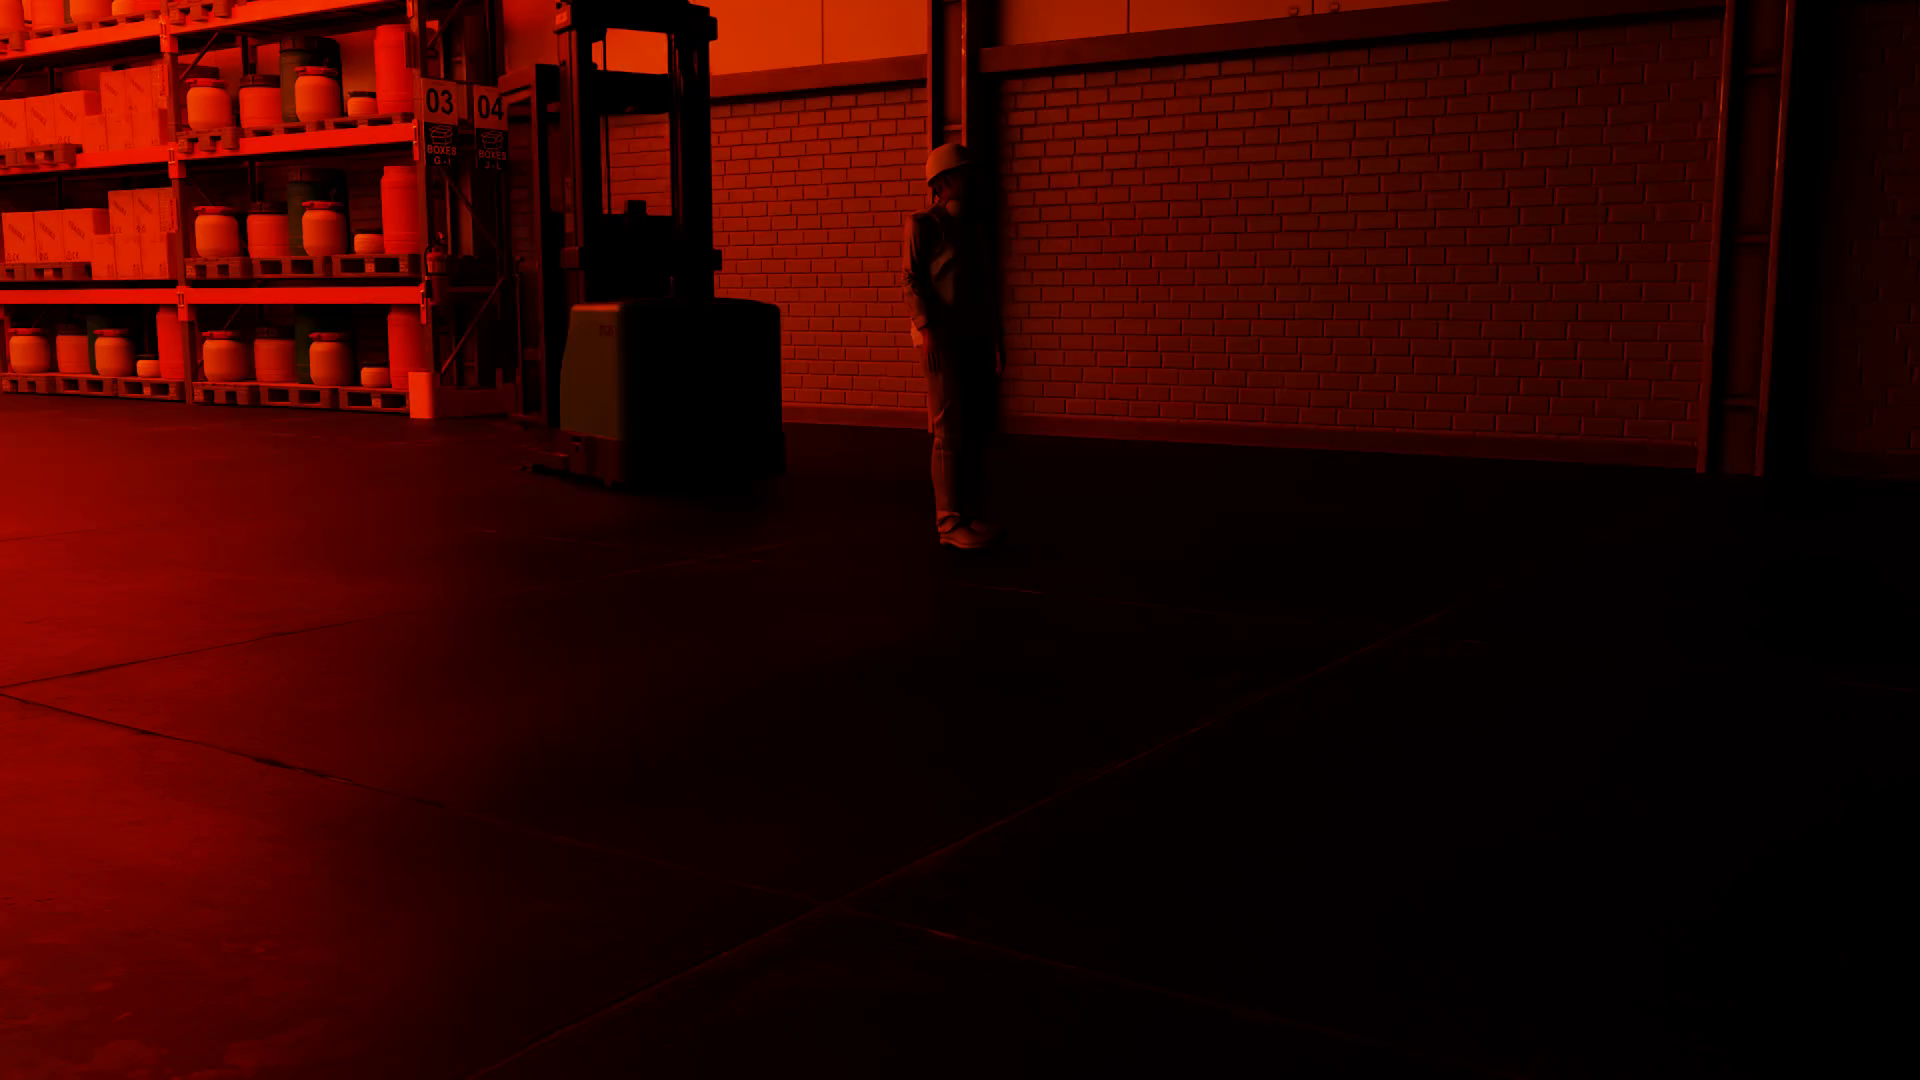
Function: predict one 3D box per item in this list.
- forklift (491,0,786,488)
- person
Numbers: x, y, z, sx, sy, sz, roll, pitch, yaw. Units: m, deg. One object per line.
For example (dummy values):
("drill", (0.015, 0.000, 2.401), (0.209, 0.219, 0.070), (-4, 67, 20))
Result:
("forklift", (-2.255, -1.913, 10.648), (1.130, 2.935, 3.031), (-5, 10, -32))
("person", (0.047, -0.880, 7.437), (0.568, 1.773, 0.632), (5, 10, 34))
